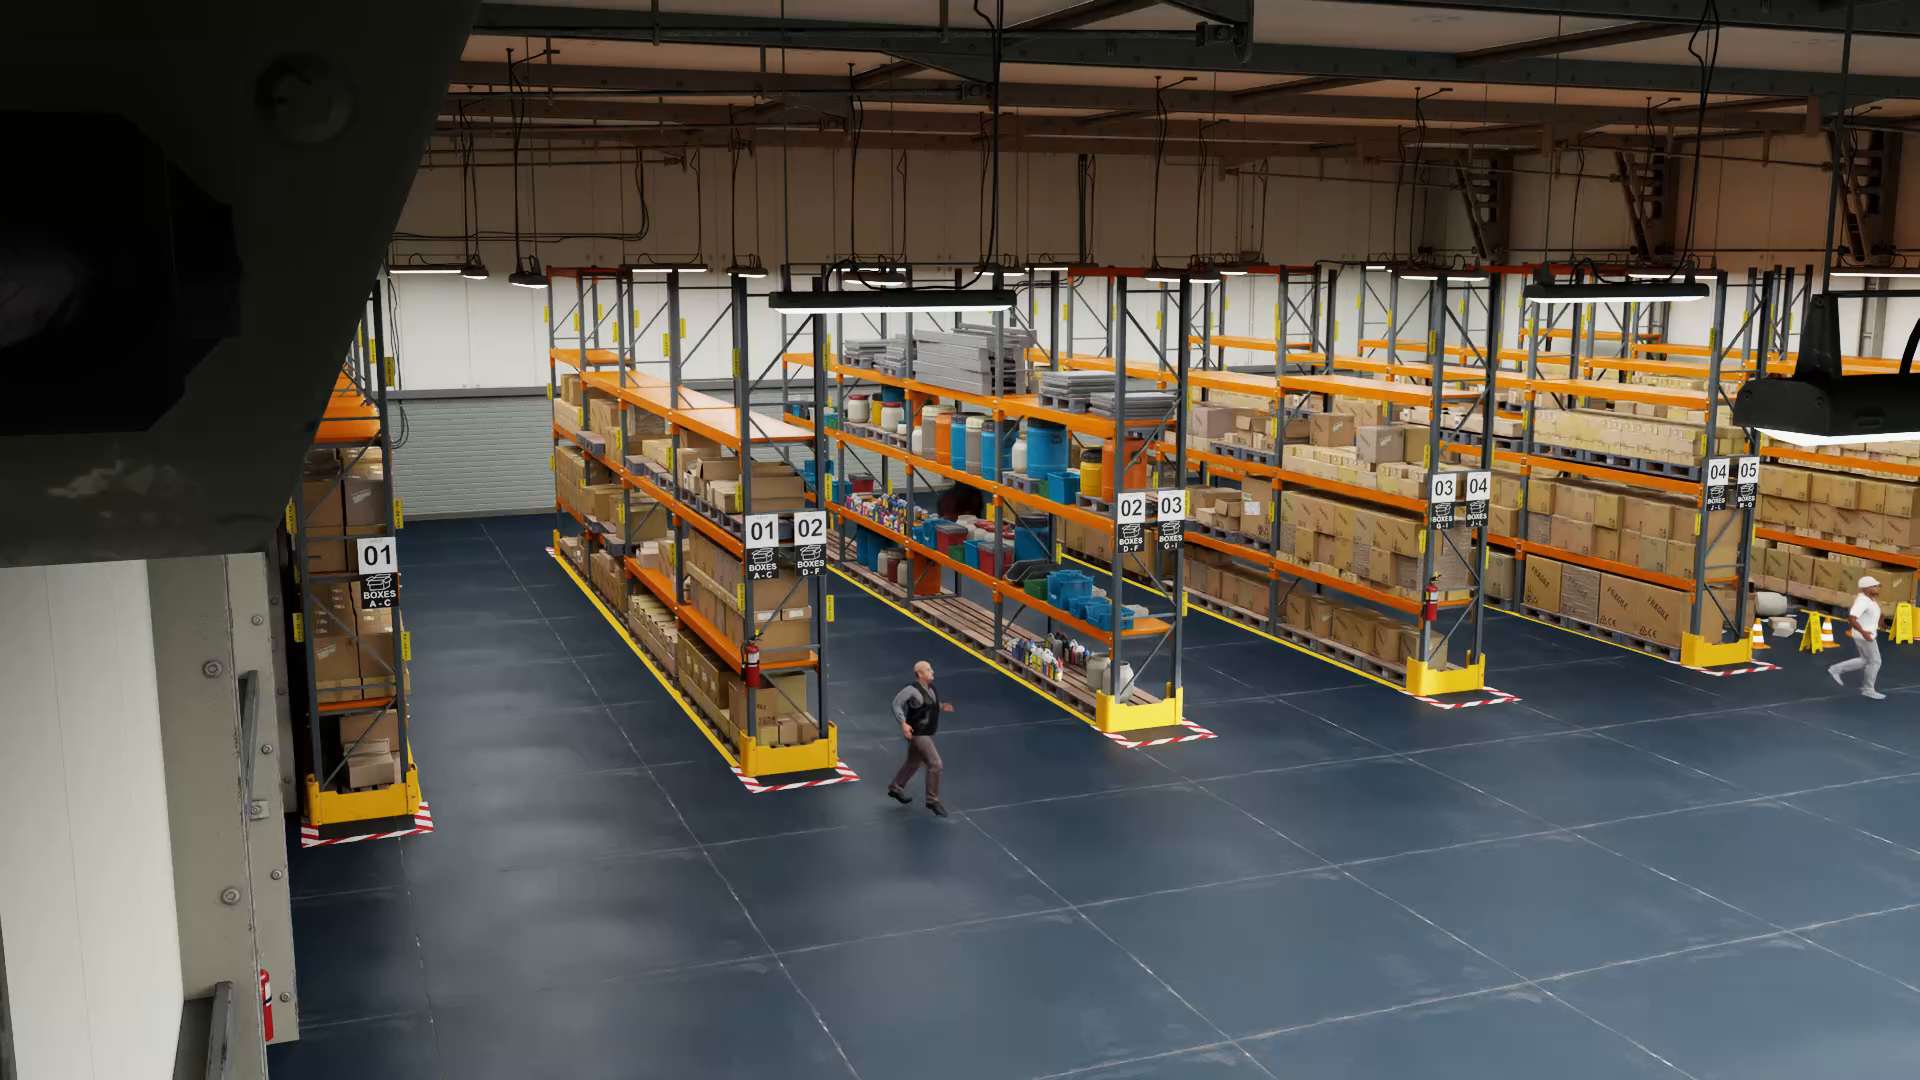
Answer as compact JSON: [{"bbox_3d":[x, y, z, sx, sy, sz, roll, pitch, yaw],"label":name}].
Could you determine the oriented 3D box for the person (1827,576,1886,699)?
[{"bbox_3d":[12.889,1.374,23.794,0.770,1.756,0.691,5,11,28],"label":"person"}]

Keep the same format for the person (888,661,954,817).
[{"bbox_3d":[-0.459,2.227,18.889,0.795,1.764,0.641,3,10,15],"label":"person"}]

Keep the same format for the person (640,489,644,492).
[{"bbox_3d":[-6.958,-0.760,35.954,0.627,1.754,0.694,4,11,20],"label":"person"}]
